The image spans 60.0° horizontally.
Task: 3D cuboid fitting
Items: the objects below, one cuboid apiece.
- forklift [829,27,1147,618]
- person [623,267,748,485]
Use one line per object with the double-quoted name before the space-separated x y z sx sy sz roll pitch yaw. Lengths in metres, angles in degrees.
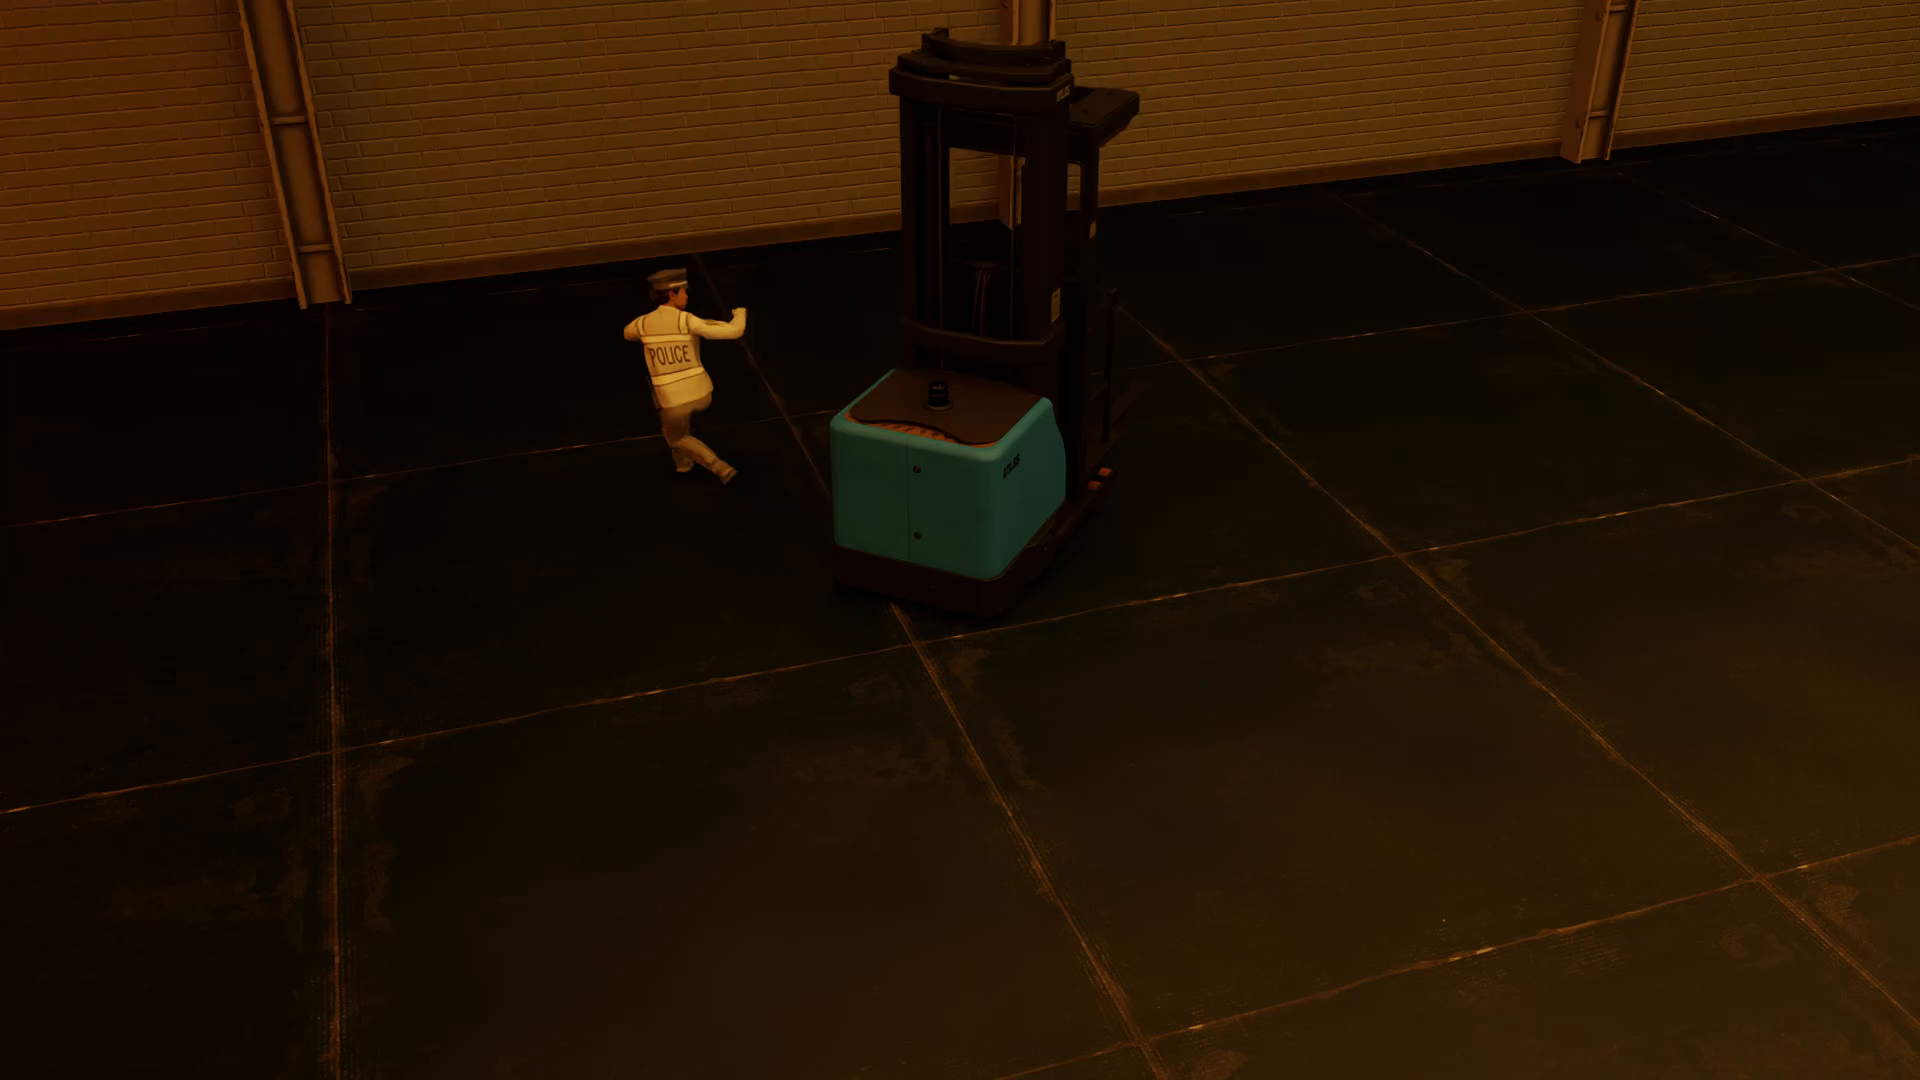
"forklift" 0.349 -1.557 9.793 1.130 2.935 3.031 13 32 21
"person" -1.690 -1.061 10.484 0.760 1.423 1.029 -12 32 -19
